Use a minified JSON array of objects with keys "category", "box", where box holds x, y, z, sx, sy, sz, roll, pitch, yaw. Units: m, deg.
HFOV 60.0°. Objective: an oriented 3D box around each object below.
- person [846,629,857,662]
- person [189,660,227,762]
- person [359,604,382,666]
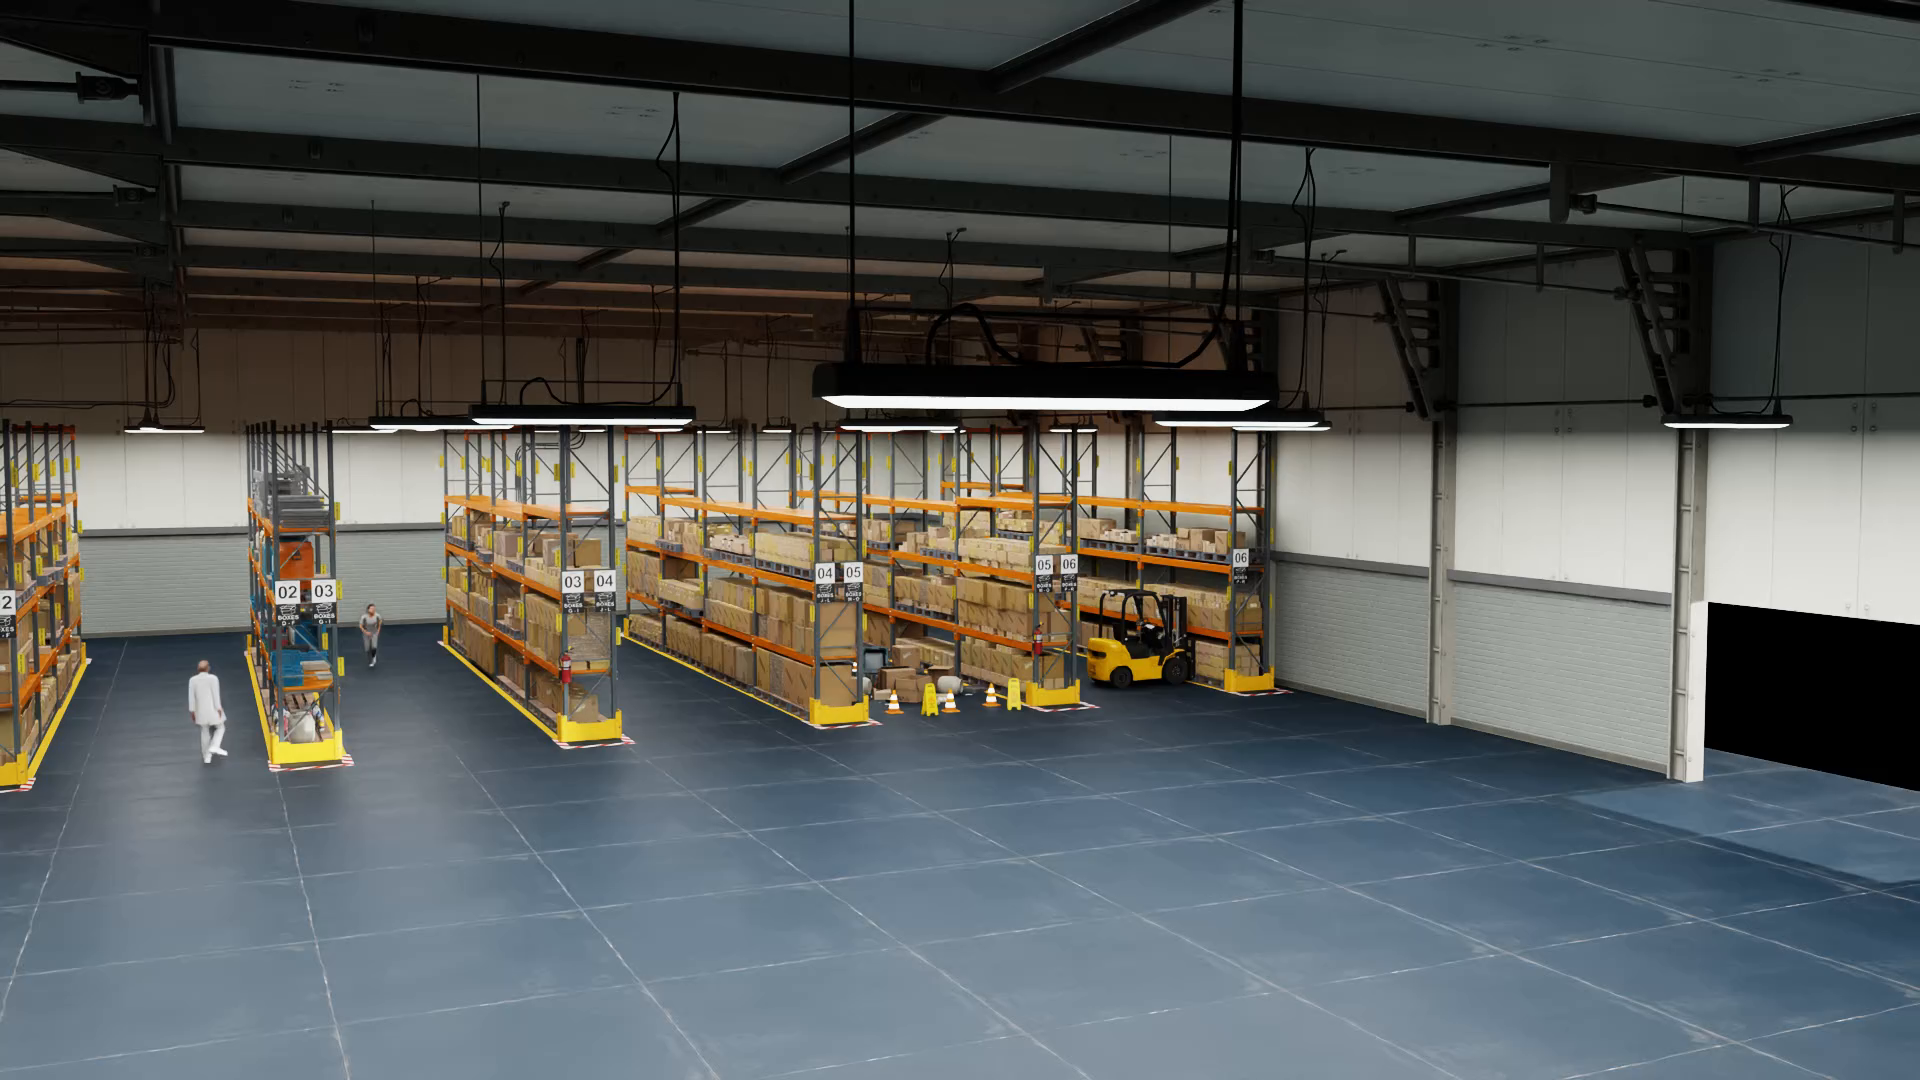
[{"category":"person","box":[-2.707,2.258,41.980,0.481,1.673,0.480,-2,4,-32]},{"category":"person","box":[-13.223,3.005,29.205,0.625,1.770,0.572,-1,4,-15]},{"category":"person","box":[-14.613,2.360,41.235,0.525,1.579,0.690,-1,4,-17]}]
